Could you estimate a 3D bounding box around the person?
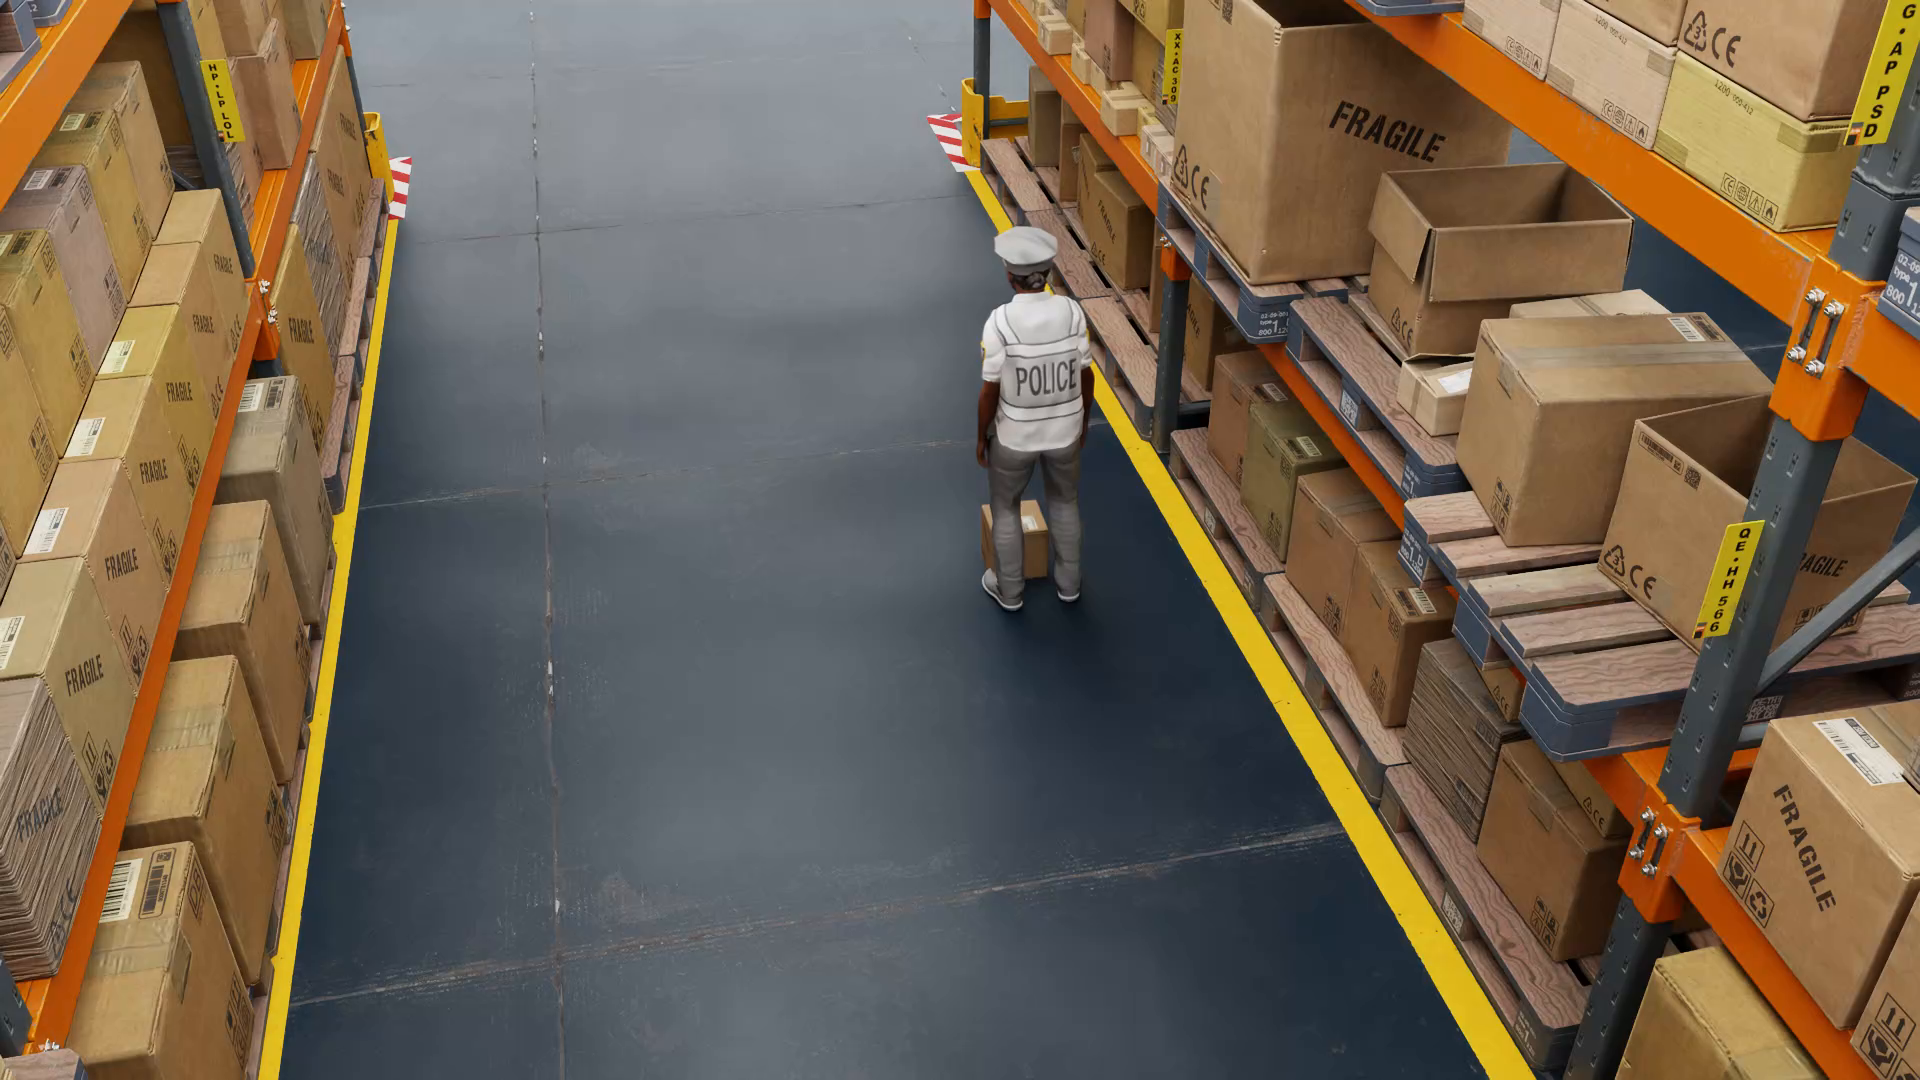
[{"bbox_3d":[0.297,-0.467,6.825,0.517,1.655,0.319,-9,36,-13],"label":"person"}]
